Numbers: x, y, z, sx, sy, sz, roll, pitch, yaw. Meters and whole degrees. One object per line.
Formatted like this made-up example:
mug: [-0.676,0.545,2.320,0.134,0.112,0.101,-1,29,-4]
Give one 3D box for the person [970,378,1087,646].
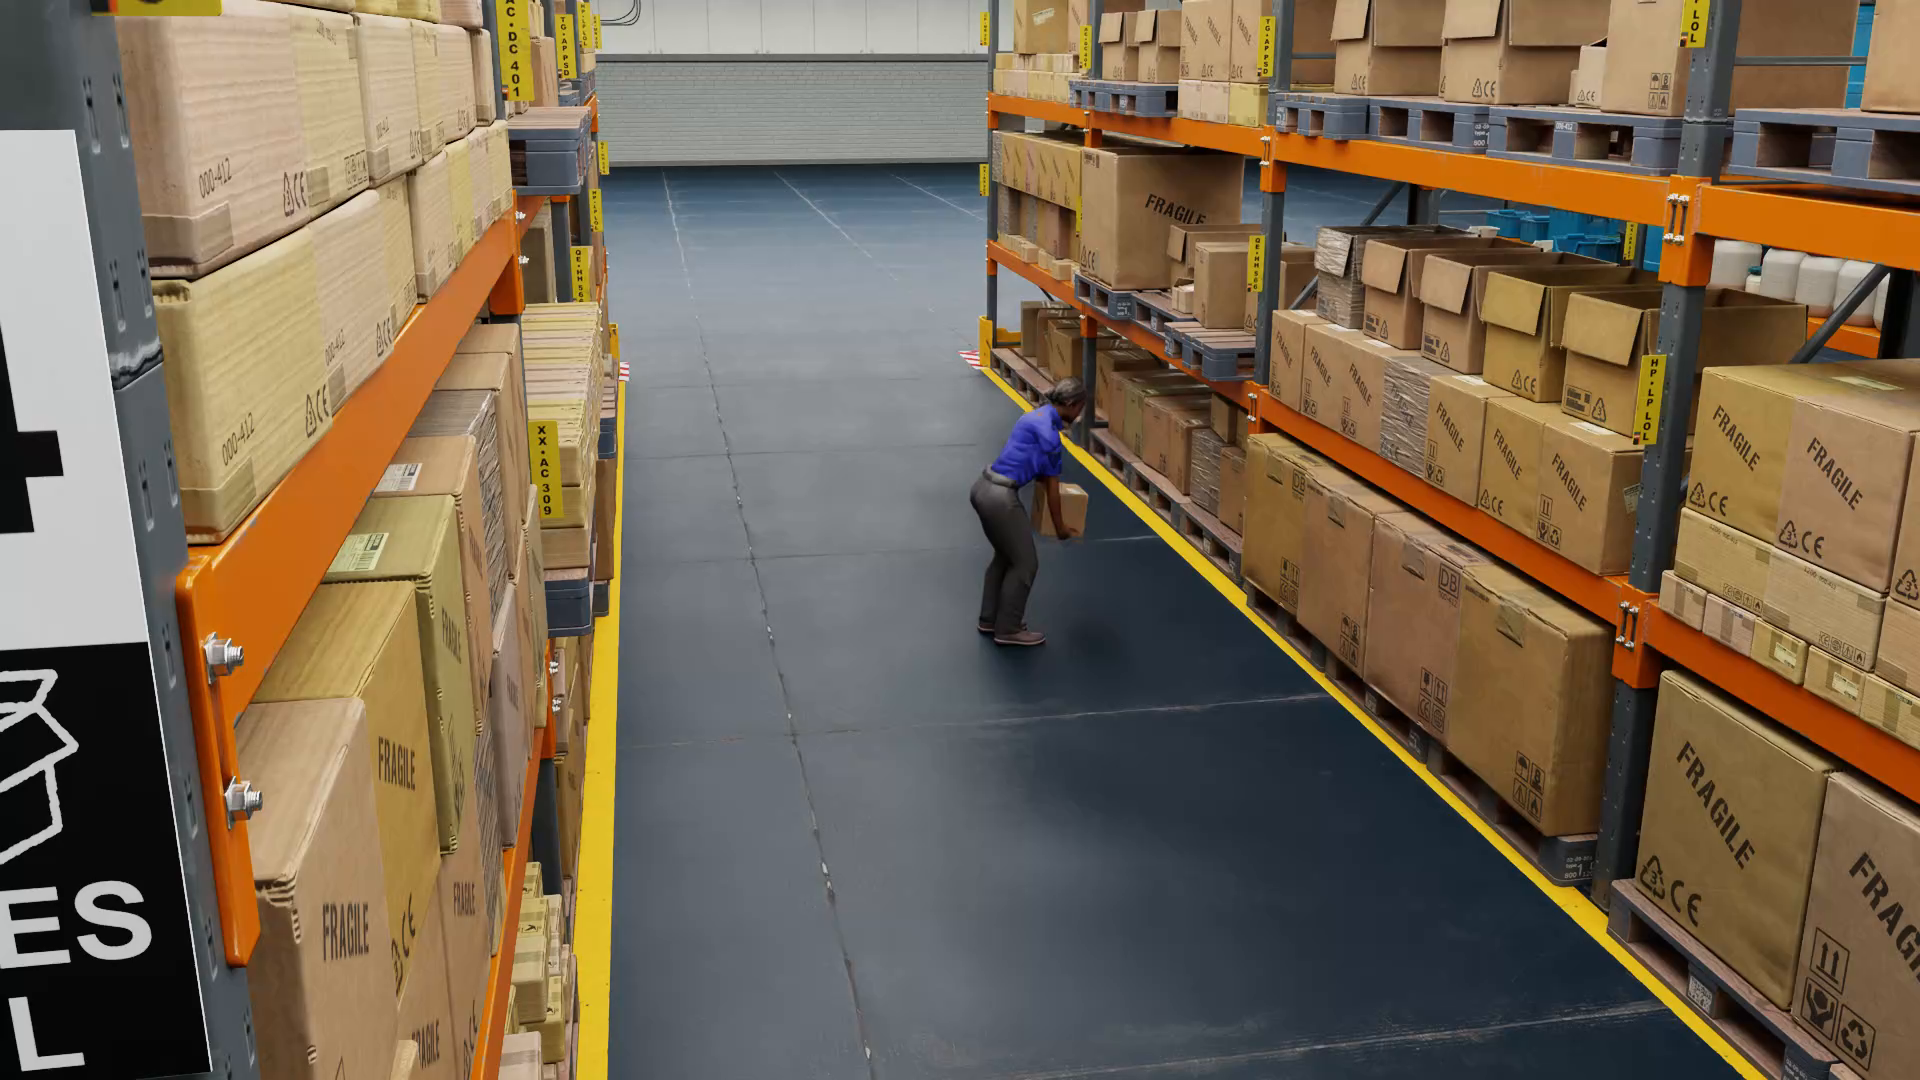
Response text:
person: [0.389,-0.162,9.383,0.656,1.502,0.405,-3,17,-11]
